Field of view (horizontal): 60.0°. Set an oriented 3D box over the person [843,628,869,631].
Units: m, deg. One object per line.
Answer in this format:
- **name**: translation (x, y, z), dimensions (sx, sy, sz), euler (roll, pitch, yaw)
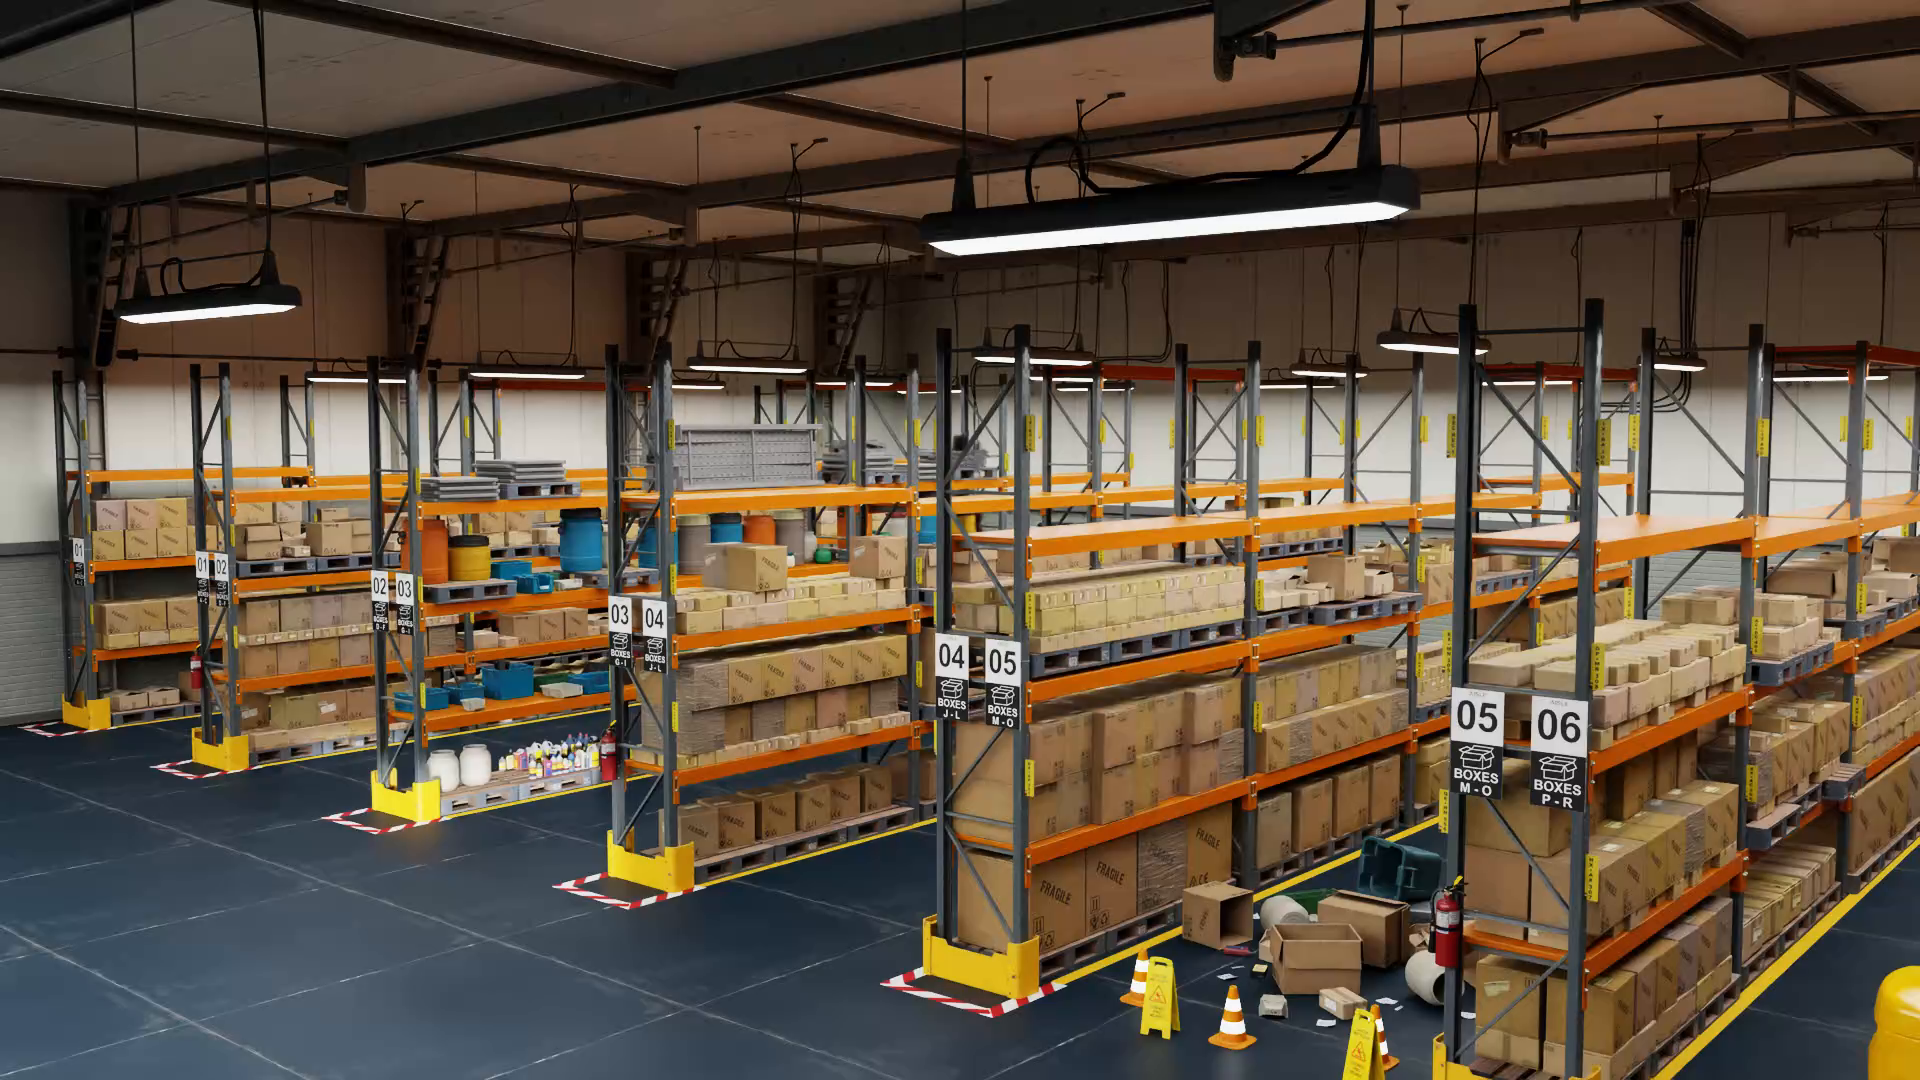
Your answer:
- **person**: translation (-1.885, 2.123, 30.276), dimensions (0.704, 1.717, 0.674), euler (2, 5, 30)
